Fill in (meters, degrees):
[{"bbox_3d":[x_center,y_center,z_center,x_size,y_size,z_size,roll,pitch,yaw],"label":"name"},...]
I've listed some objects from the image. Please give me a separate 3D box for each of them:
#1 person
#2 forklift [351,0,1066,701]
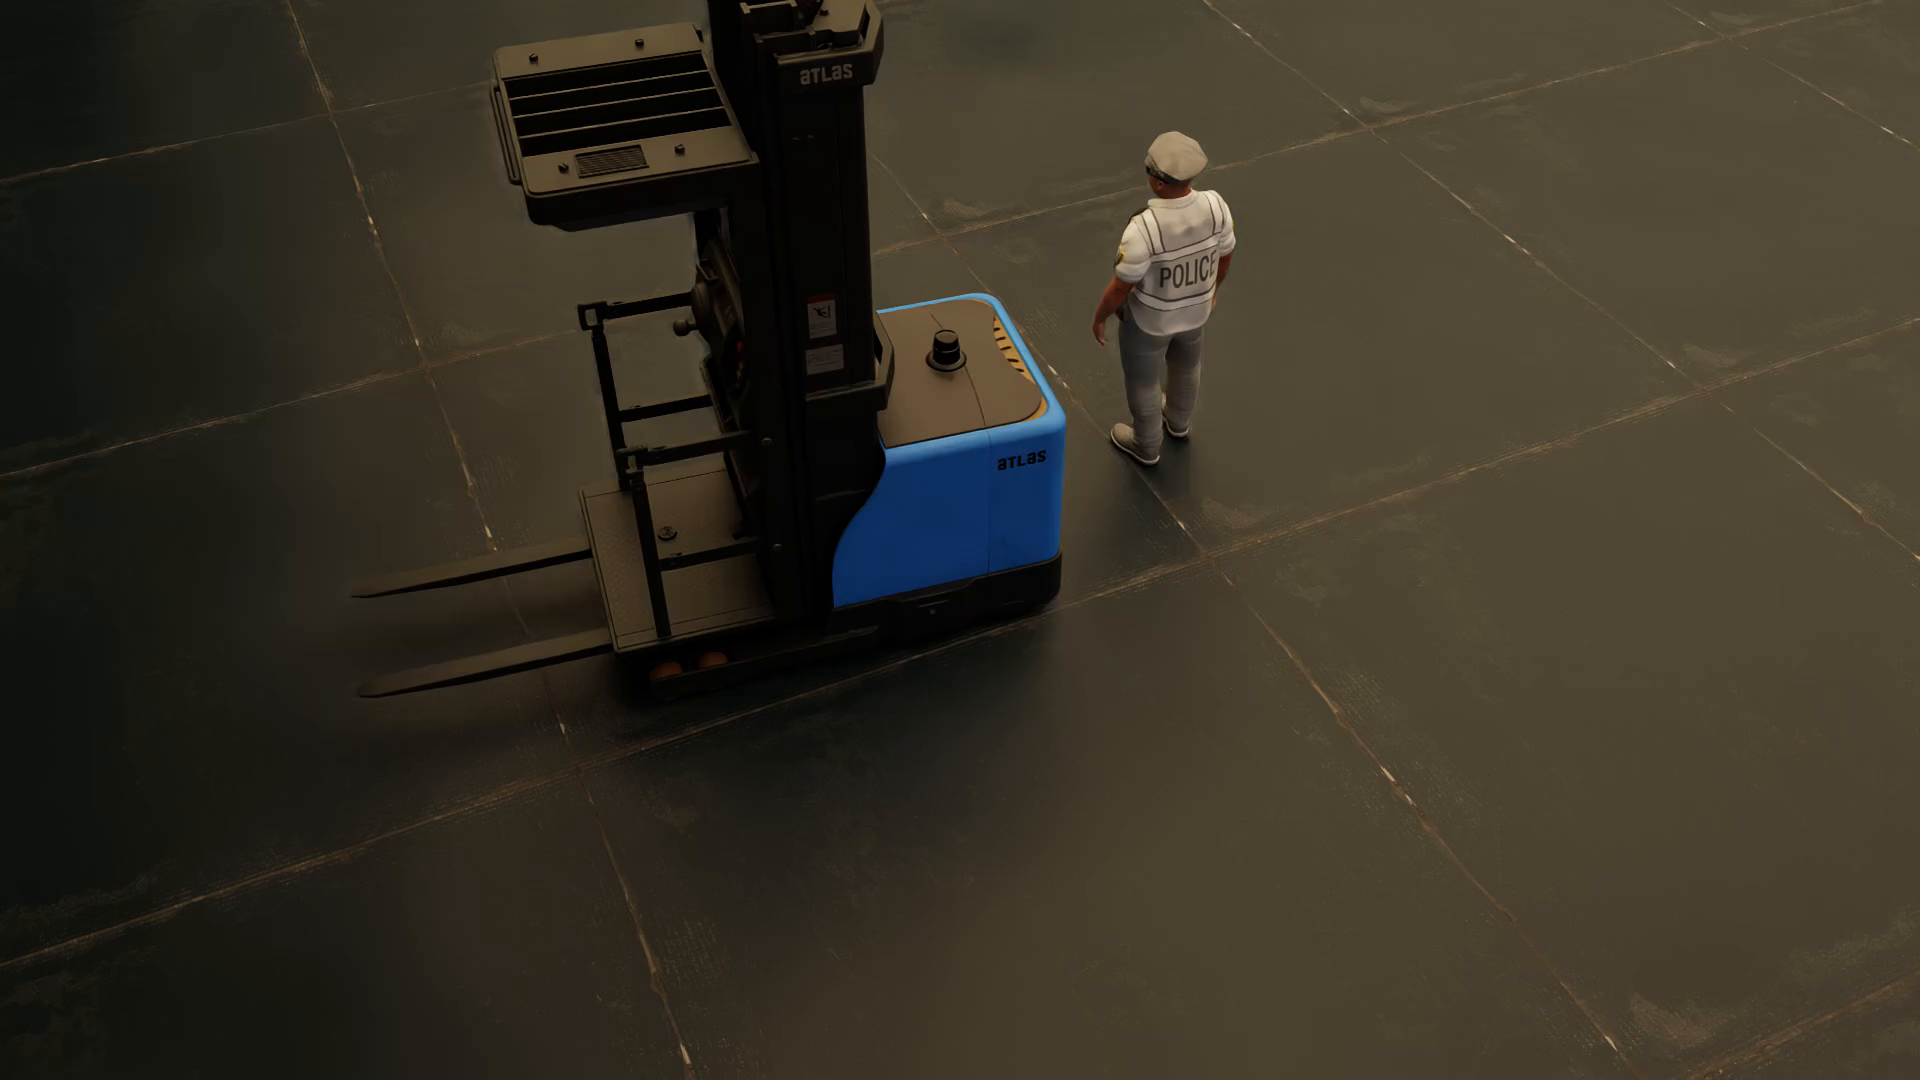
[{"bbox_3d":[0.901,-1.120,7.725,0.660,1.777,0.546,-19,46,-19],"label":"person"},{"bbox_3d":[-1.122,-0.796,6.533,3.031,2.935,1.130,-12,44,-13],"label":"forklift"}]
